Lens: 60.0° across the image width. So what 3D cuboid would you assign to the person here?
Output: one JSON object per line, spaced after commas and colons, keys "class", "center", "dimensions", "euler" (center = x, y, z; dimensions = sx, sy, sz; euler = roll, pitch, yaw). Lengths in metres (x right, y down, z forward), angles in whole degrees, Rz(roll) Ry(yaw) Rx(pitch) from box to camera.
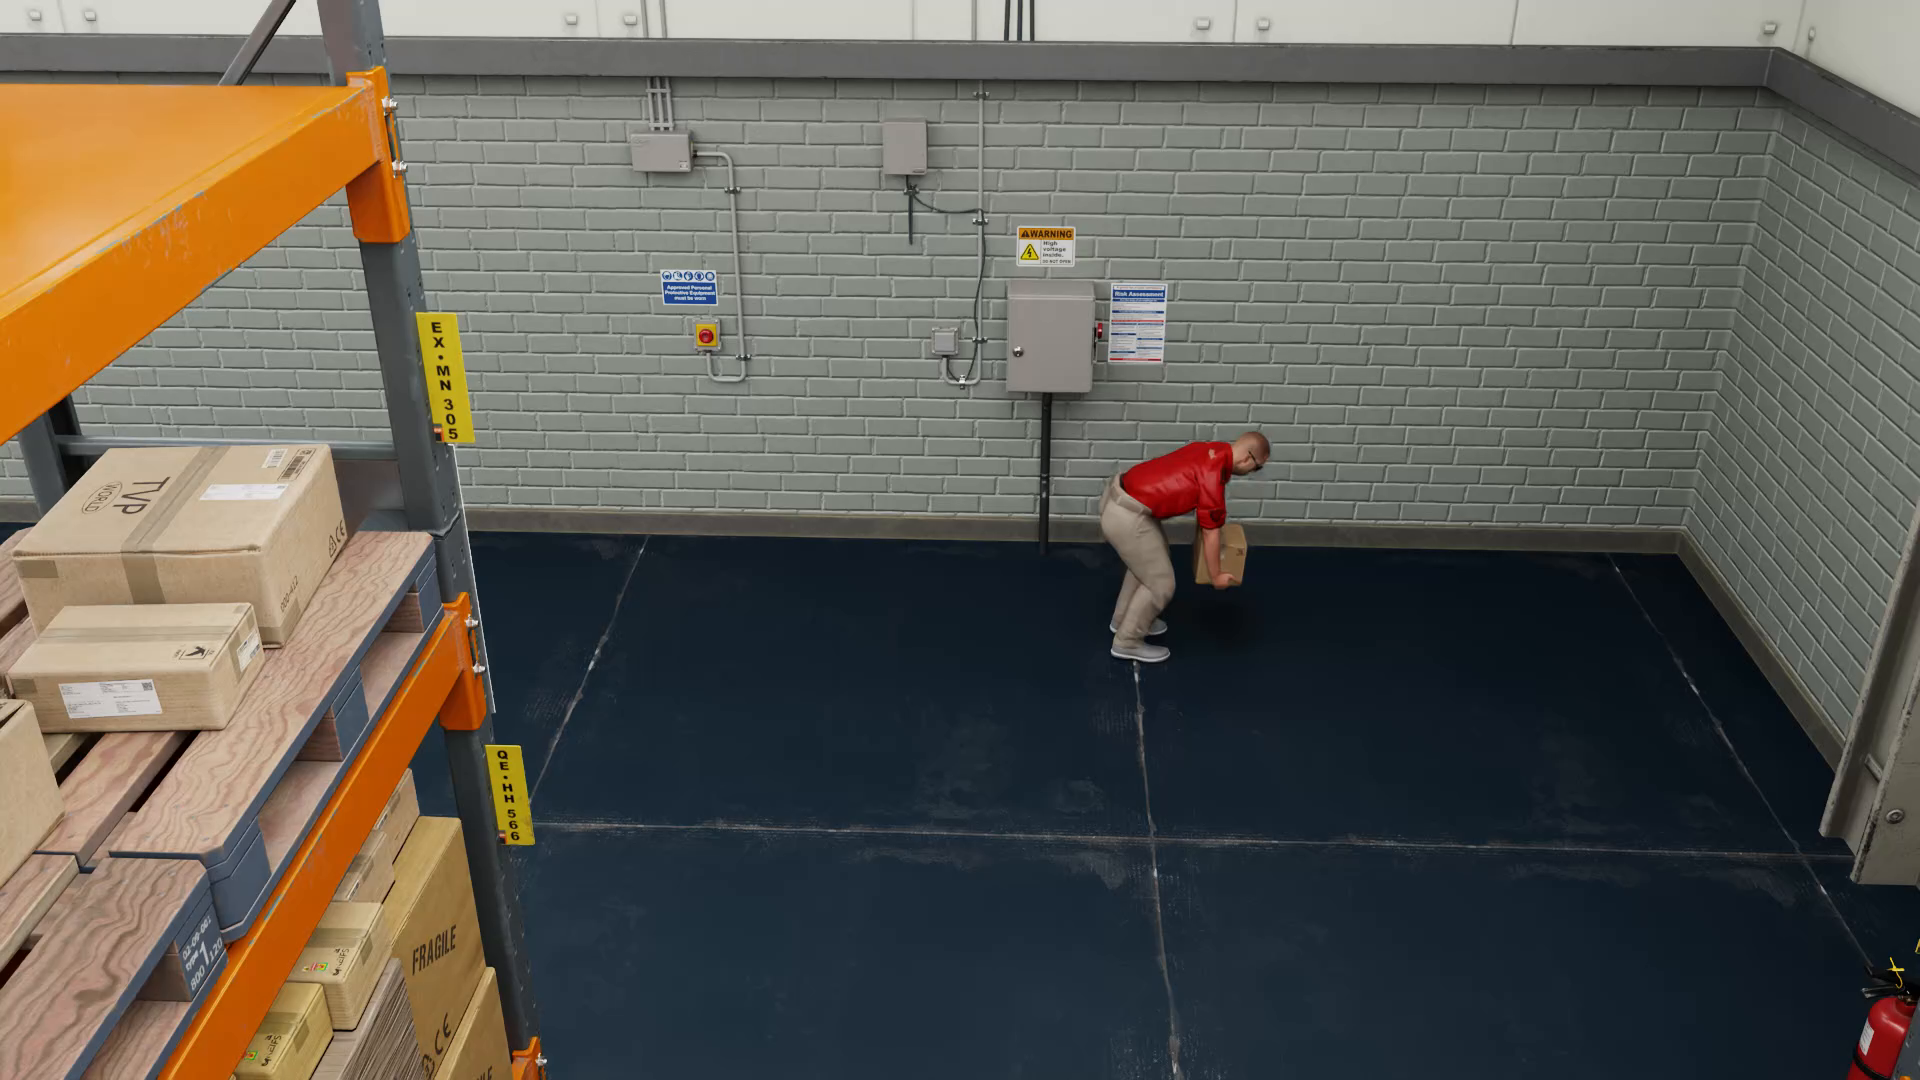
{"class": "person", "center": [1.201, 0.014, 9.075], "dimensions": [0.898, 1.301, 0.492], "euler": [0, 28, 0]}
